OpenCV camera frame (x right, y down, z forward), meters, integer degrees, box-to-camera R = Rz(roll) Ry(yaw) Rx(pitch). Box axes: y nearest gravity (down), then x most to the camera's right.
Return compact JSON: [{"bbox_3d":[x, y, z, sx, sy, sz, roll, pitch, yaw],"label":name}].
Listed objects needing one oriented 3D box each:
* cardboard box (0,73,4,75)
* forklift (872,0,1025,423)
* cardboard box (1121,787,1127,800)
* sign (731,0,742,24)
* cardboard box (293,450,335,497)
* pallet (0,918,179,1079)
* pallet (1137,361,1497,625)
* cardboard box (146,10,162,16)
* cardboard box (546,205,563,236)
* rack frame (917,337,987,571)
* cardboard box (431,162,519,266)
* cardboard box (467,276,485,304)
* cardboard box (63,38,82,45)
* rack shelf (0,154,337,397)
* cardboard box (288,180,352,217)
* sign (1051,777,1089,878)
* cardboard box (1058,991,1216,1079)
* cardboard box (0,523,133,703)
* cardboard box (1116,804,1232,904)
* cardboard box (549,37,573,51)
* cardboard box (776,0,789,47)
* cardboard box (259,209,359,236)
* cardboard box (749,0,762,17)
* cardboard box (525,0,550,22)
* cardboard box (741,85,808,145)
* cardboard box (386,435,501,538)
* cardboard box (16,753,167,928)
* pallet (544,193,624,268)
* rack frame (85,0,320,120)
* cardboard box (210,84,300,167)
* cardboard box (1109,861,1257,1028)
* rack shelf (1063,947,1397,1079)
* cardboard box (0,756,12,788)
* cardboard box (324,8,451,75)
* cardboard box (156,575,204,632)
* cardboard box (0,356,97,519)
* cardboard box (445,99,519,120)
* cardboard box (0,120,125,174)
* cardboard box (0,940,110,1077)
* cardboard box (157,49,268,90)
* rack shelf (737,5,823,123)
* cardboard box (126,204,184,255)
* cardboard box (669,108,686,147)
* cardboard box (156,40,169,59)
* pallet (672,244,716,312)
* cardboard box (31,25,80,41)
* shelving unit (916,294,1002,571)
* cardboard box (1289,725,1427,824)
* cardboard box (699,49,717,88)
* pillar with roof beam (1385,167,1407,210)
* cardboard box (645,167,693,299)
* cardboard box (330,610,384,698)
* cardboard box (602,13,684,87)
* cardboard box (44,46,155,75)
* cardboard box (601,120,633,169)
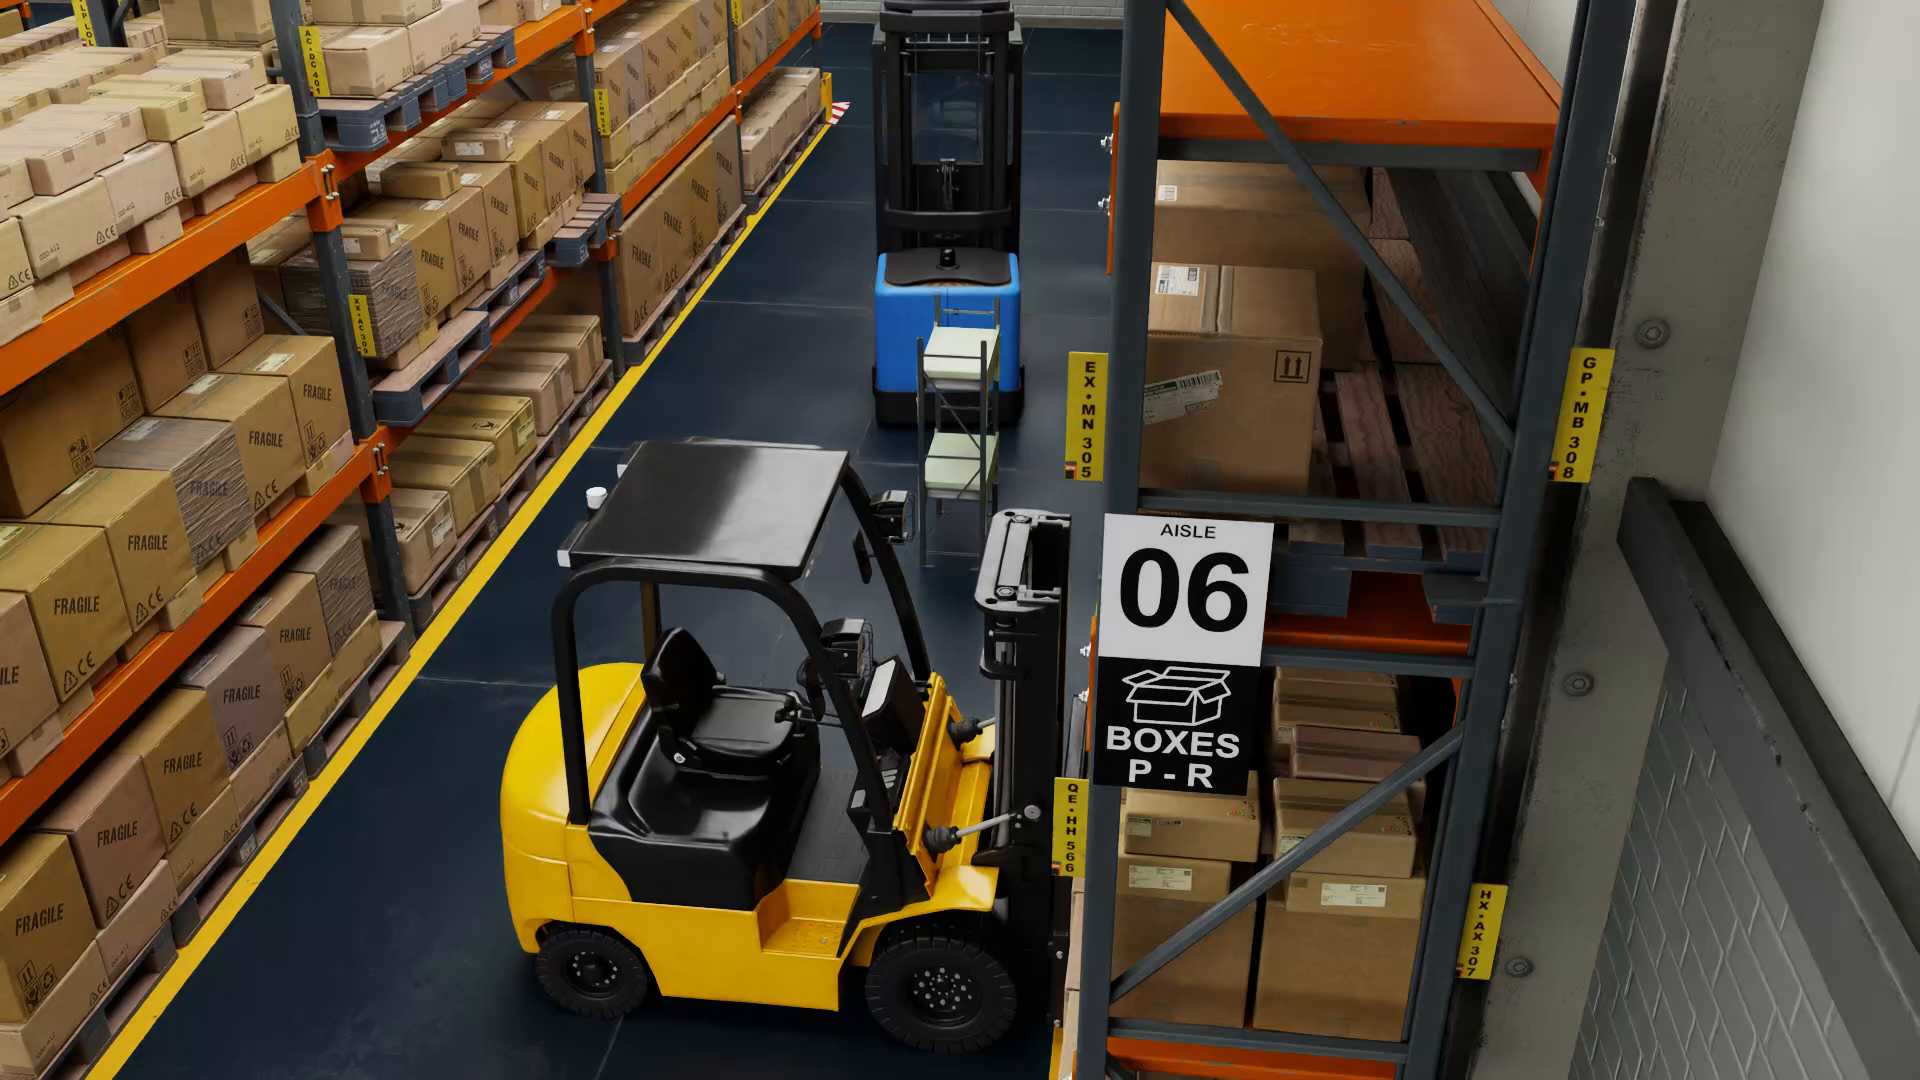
[{"bbox_3d":[-7.721,-3.650,13.349,0.380,0.149,0.250,3,28,6],"label":"cardboard box"},{"bbox_3d":[-0.092,-2.790,12.630,1.130,2.935,3.031,0,28,0],"label":"forklift"},{"bbox_3d":[0.671,0.668,5.037,0.380,0.149,0.250,3,28,6],"label":"cardboard box"},{"bbox_3d":[-2.080,-4.956,15.441,0.100,0.325,0.005,3,28,6],"label":"sign"},{"bbox_3d":[-3.360,-0.345,8.285,0.380,0.149,0.250,4,29,7],"label":"cardboard box"},{"bbox_3d":[-3.946,1.952,6.696,1.003,0.211,1.213,3,28,6],"label":"pallet"},{"bbox_3d":[0.949,-0.186,4.655,1.003,0.211,1.213,3,28,6],"label":"pallet"},{"bbox_3d":[-7.400,-4.884,15.640,0.380,0.149,0.250,5,29,9],"label":"cardboard box"},{"bbox_3d":[-2.902,-2.162,11.214,0.380,0.149,0.250,2,28,4],"label":"cardboard box"},{"bbox_3d":[-0.046,-0.485,9.861,0.400,1.500,0.023,3,28,6],"label":"rack frame"},{"bbox_3d":[-3.070,-2.016,10.260,0.500,0.500,0.500,2,28,4],"label":"cardboard box"},{"bbox_3d":[-3.115,-1.548,10.075,0.380,0.149,0.250,4,29,7],"label":"cardboard box"},{"bbox_3d":[-7.561,-4.271,14.501,0.380,0.149,0.250,2,28,4],"label":"cardboard box"},{"bbox_3d":[-3.845,-0.805,6.469,1.077,0.370,4.000,3,28,6],"label":"rack shelf"},{"bbox_3d":[-3.696,-1.943,9.441,0.380,0.149,0.250,3,28,5],"label":"cardboard box"},{"bbox_3d":[0.300,0.775,4.470,0.100,0.325,0.005,3,28,6],"label":"sign"},{"bbox_3d":[0.584,1.778,5.482,0.500,0.250,0.500,4,29,8],"label":"cardboard box"},{"bbox_3d":[-3.635,0.275,6.450,0.500,0.500,0.500,3,28,5],"label":"cardboard box"},{"bbox_3d":[0.601,0.918,4.886,0.380,0.149,0.250,4,29,7],"label":"cardboard box"},{"bbox_3d":[-3.251,-3.610,12.921,0.500,0.500,0.500,4,29,7],"label":"cardboard box"},{"bbox_3d":[-2.106,-5.471,17.429,0.500,0.500,0.500,4,29,8],"label":"cardboard box"},{"bbox_3d":[-3.711,-1.566,9.425,0.500,0.500,0.500,4,29,6],"label":"cardboard box"},{"bbox_3d":[-2.253,-5.440,16.317,0.500,0.500,0.500,3,28,6],"label":"cardboard box"},{"bbox_3d":[-2.962,-3.557,11.085,0.380,0.149,0.250,3,28,6],"label":"cardboard box"},{"bbox_3d":[-2.215,-4.700,18.362,0.875,0.438,0.875,4,29,8],"label":"cardboard box"},{"bbox_3d":[-3.453,-0.356,10.368,0.950,0.372,0.625,5,29,9],"label":"cardboard box"},{"bbox_3d":[-3.654,1.215,6.790,0.500,0.500,0.500,2,28,4],"label":"cardboard box"},{"bbox_3d":[-3.091,-2.199,11.664,1.213,0.211,1.003,3,28,6],"label":"pallet"},{"bbox_3d":[-3.600,-3.383,7.335,1.000,3.000,0.127,3,28,6],"label":"rack frame"},{"bbox_3d":[-3.387,-1.904,7.595,0.500,0.250,0.500,3,28,6],"label":"cardboard box"},{"bbox_3d":[0.637,1.136,5.165,0.500,0.500,0.500,3,28,5],"label":"cardboard box"},{"bbox_3d":[1.082,0.802,6.648,1.077,0.370,4.000,3,28,6],"label":"rack shelf"},{"bbox_3d":[-3.713,0.863,6.042,0.380,0.149,0.250,2,28,5],"label":"cardboard box"},{"bbox_3d":[-3.069,-2.672,8.893,0.500,0.250,0.500,3,28,6],"label":"cardboard box"},{"bbox_3d":[-3.514,0.258,7.166,0.380,0.149,0.250,4,29,7],"label":"cardboard box"},{"bbox_3d":[-4.015,-0.438,6.720,0.700,0.500,0.500,3,28,6],"label":"cardboard box"},{"bbox_3d":[-3.394,-2.787,11.690,0.500,0.500,0.500,3,28,5],"label":"cardboard box"},{"bbox_3d":[-3.514,-1.527,6.475,0.380,0.149,0.250,4,29,7],"label":"cardboard box"},{"bbox_3d":[-3.717,1.802,6.490,0.500,0.250,0.500,3,28,6],"label":"cardboard box"},{"bbox_3d":[-3.422,-2.142,7.616,0.380,0.149,0.250,4,29,7],"label":"cardboard box"},{"bbox_3d":[-2.374,-5.133,17.665,1.077,0.370,4.000,3,28,6],"label":"rack shelf"},{"bbox_3d":[-3.476,-1.302,6.899,0.380,0.149,0.250,4,29,8],"label":"cardboard box"},{"bbox_3d":[-2.627,-3.497,14.028,0.500,0.250,0.500,3,28,6],"label":"cardboard box"},{"bbox_3d":[-7.462,-4.514,15.267,0.380,0.149,0.250,5,29,8],"label":"cardboard box"},{"bbox_3d":[-2.786,-2.337,14.657,1.003,0.211,1.213,3,28,6],"label":"pallet"},{"bbox_3d":[-8.144,-4.556,15.031,0.380,0.149,0.250,3,28,6],"label":"cardboard box"},{"bbox_3d":[-0.001,-0.657,10.181,0.431,1.500,0.755,3,28,6],"label":"shelving unit"},{"bbox_3d":[1.185,0.699,4.978,0.380,0.149,0.250,4,29,8],"label":"cardboard box"},{"bbox_3d":[-2.486,-4.205,14.815,0.500,0.250,0.500,4,29,7],"label":"cardboard box"},{"bbox_3d":[-1.721,-4.564,9.525,9.100,9.000,0.400,3,28,6],"label":"pillar with roof beam"},{"bbox_3d":[-2.829,-2.615,14.030,0.875,0.875,0.875,4,29,7],"label":"cardboard box"},{"bbox_3d":[-3.405,0.577,8.764,0.500,0.250,0.500,5,29,9],"label":"cardboard box"},{"bbox_3d":[-2.611,-4.041,13.721,0.500,0.500,0.500,4,29,7],"label":"cardboard box"},{"bbox_3d":[-3.962,-2.174,7.676,0.380,0.149,0.250,3,28,5],"label":"cardboard box"},{"bbox_3d":[-2.802,-3.003,12.585,0.500,0.250,0.500,3,28,6],"label":"cardboard box"}]
